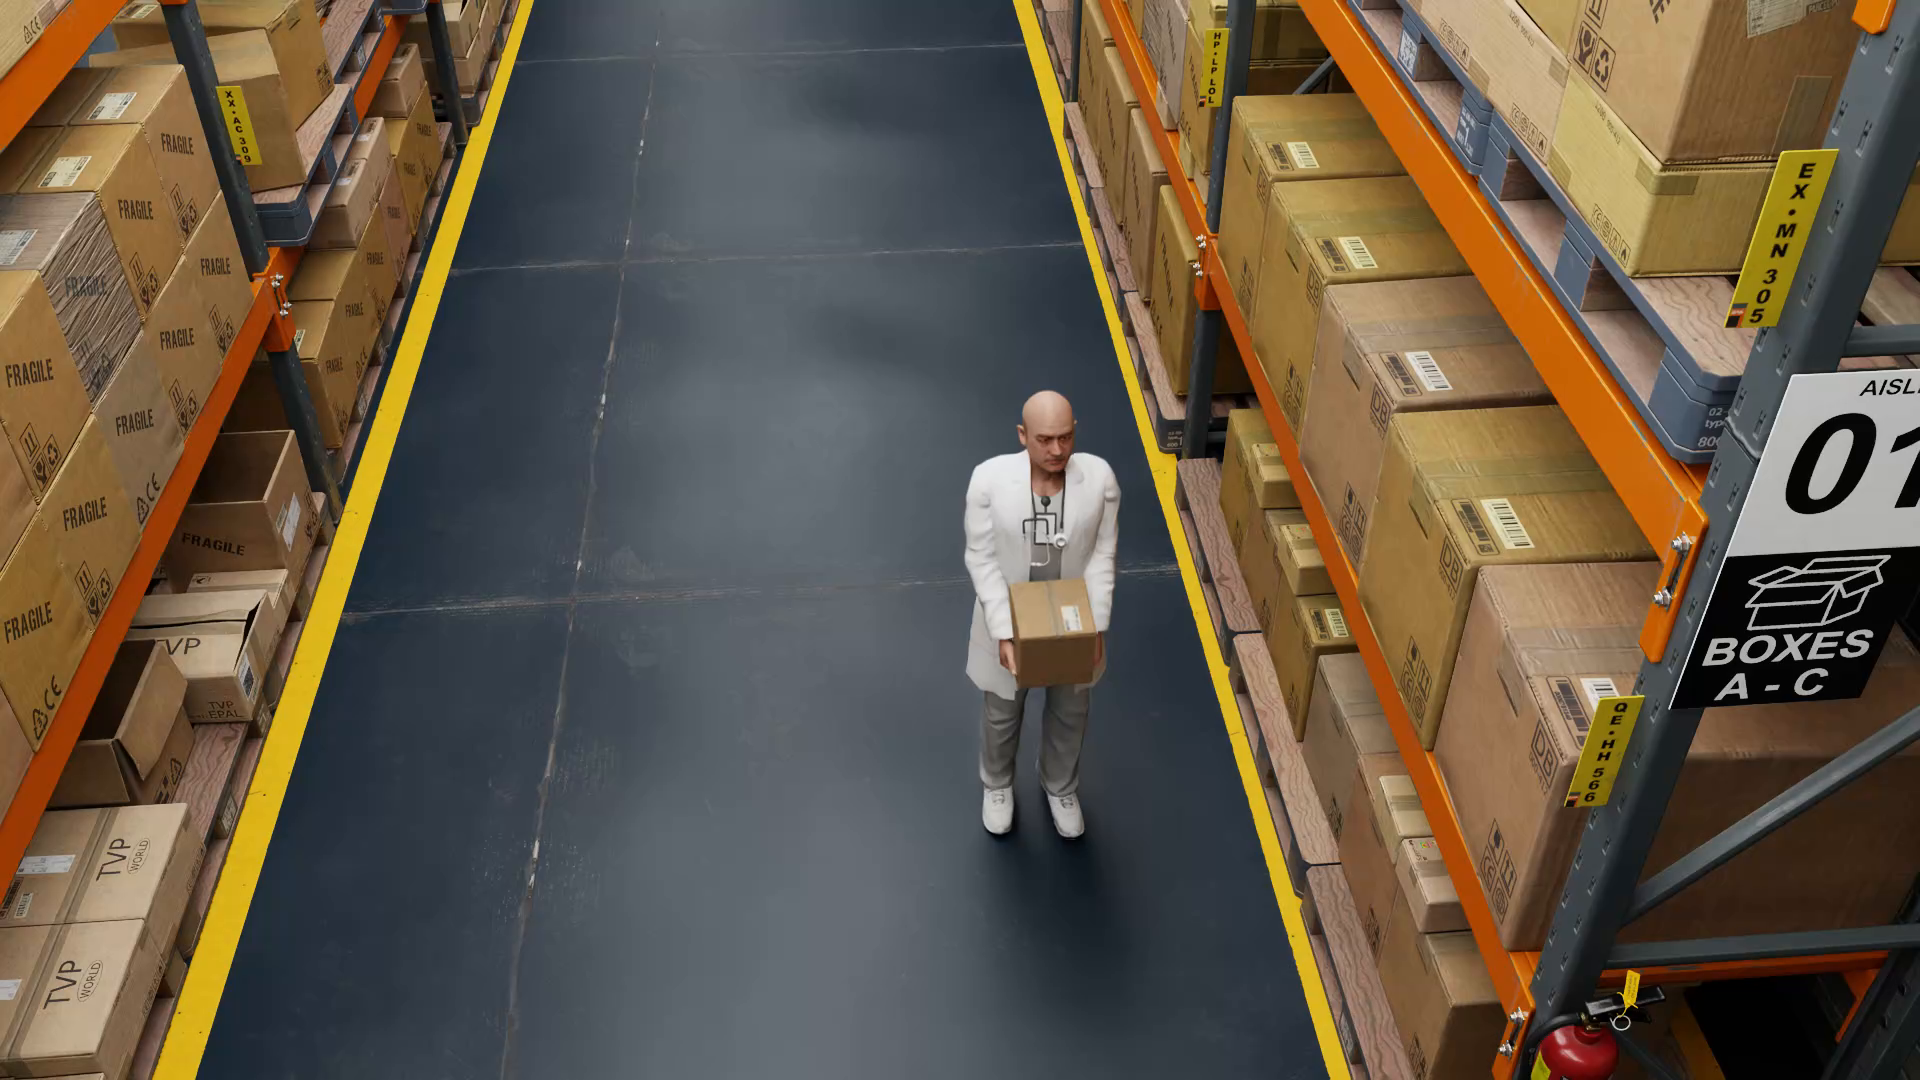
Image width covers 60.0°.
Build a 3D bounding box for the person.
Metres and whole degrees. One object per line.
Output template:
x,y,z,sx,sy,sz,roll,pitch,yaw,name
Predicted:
0.289,0.336,5.744,0.533,1.774,0.554,-4,39,-5,person
